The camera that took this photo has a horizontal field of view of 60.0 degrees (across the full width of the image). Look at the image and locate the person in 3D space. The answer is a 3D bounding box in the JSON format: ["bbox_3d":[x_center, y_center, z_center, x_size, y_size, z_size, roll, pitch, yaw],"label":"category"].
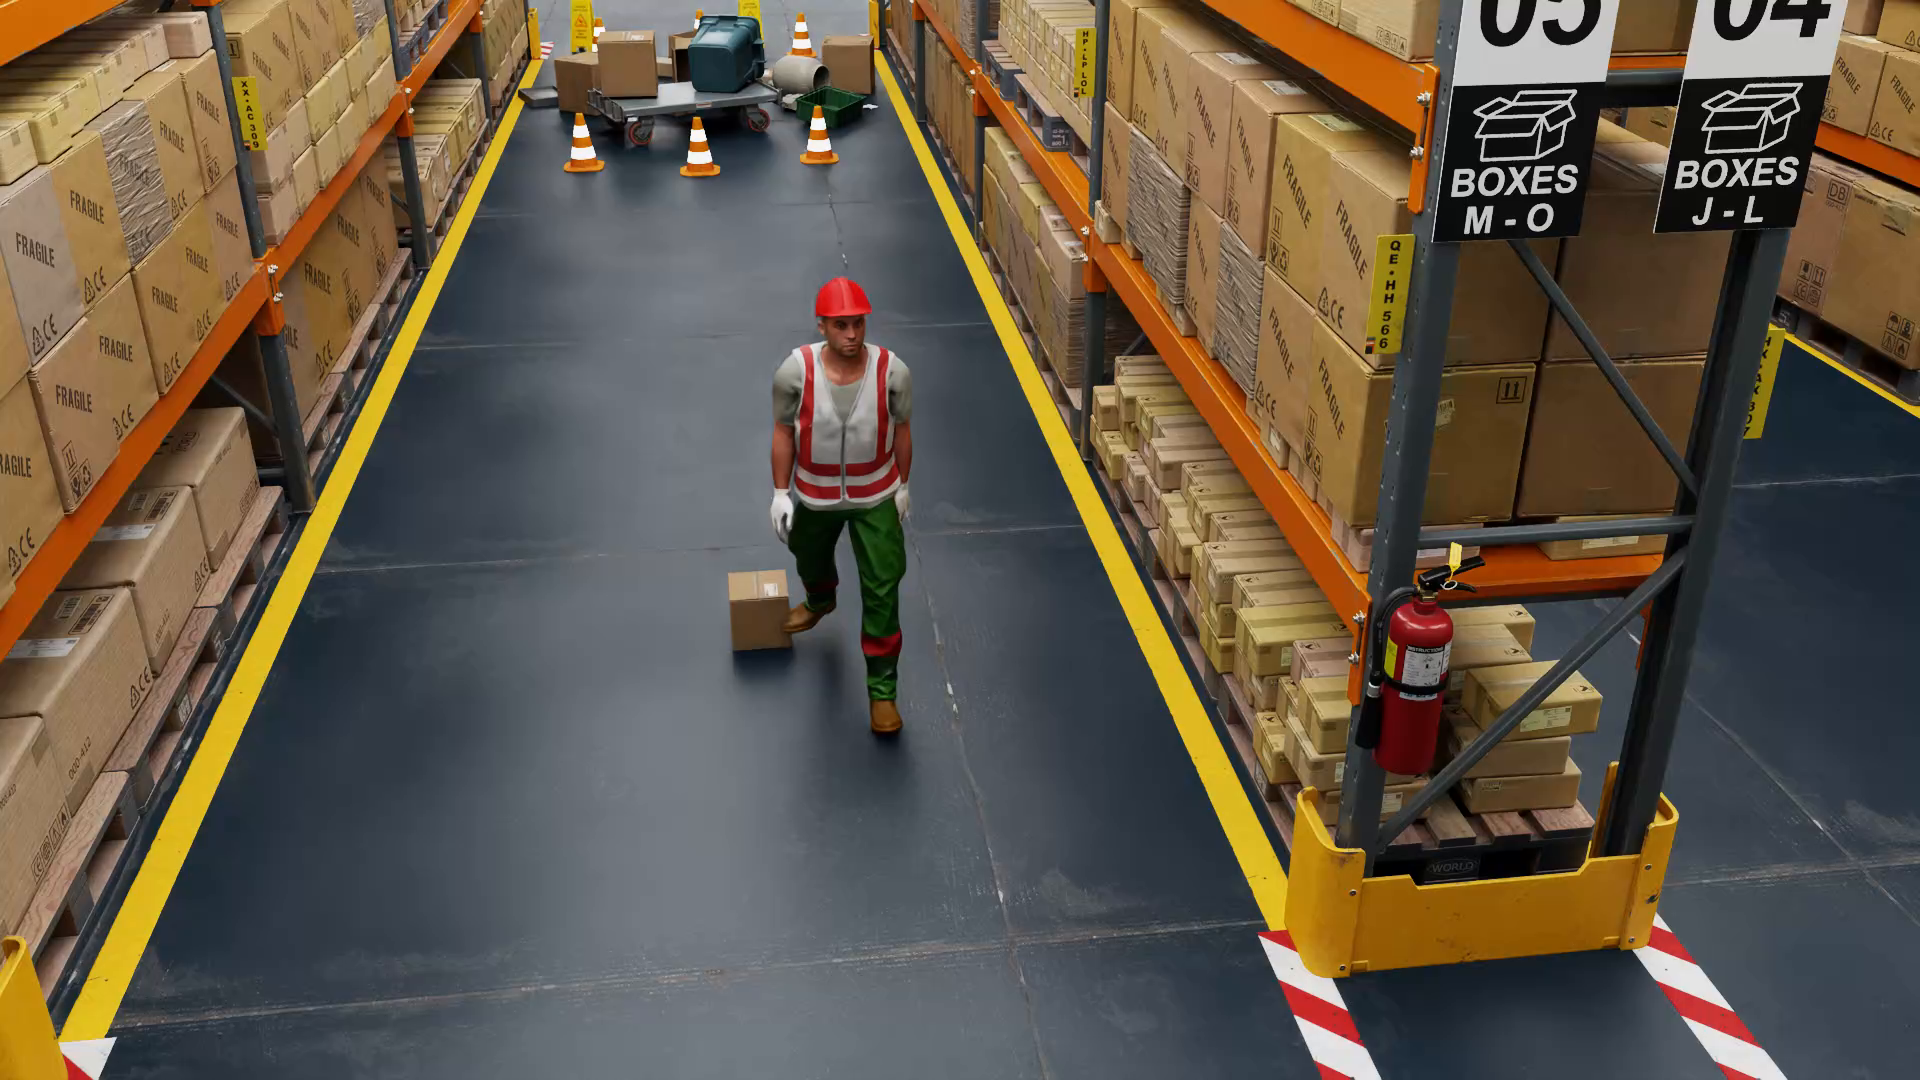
[{"bbox_3d":[-0.470,-0.199,6.486,0.581,1.774,0.950,0,27,-1],"label":"person"}]
